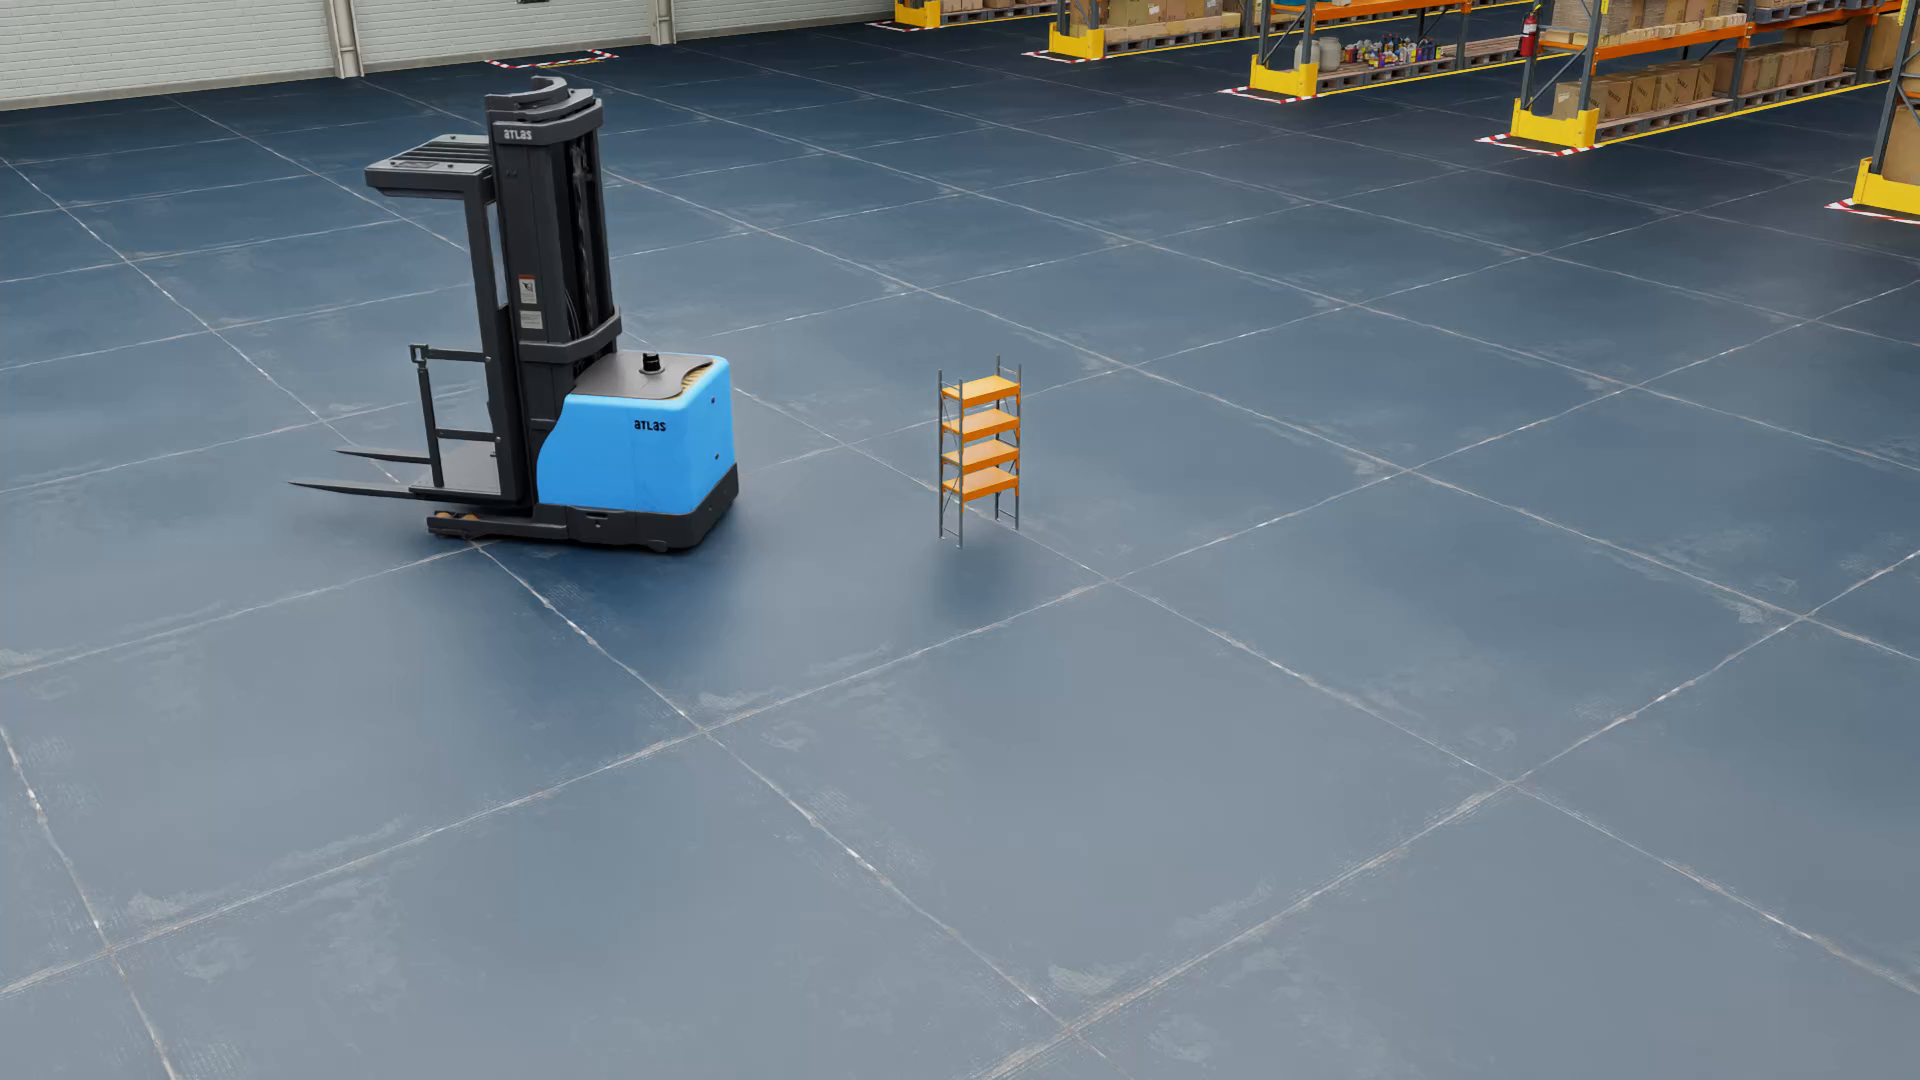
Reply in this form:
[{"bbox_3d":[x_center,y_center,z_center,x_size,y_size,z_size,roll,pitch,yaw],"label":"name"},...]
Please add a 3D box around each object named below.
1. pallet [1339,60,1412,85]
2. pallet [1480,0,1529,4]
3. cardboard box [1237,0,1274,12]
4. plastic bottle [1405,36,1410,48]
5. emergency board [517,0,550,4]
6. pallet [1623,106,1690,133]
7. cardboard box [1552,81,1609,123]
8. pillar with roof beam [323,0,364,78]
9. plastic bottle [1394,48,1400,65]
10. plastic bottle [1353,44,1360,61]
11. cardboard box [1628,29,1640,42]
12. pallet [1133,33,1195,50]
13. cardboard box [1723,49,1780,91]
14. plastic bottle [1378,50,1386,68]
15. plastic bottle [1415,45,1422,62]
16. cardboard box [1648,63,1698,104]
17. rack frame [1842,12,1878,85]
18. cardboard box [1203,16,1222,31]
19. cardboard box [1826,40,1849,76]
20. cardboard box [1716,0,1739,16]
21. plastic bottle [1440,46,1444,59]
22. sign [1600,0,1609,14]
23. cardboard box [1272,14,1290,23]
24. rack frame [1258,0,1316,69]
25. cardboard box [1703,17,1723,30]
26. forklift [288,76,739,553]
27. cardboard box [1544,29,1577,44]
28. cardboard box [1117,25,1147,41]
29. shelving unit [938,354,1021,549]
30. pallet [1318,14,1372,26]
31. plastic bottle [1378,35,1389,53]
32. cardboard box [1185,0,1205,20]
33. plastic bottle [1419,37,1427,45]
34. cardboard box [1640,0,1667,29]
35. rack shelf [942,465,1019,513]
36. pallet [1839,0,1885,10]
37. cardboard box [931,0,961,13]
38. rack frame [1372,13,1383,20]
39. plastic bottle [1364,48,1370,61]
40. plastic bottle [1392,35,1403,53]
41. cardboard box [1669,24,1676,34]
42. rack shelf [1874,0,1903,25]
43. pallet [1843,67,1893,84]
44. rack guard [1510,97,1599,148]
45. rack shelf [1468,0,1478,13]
[{"bbox_3d":[6.819,-7.892,28.003,1.213,0.211,1.003,-18,31,-34],"label":"pallet"},{"bbox_3d":[12.117,-12.269,37.435,1.213,0.211,1.003,-18,31,-34],"label":"pallet"},{"bbox_3d":[5.760,-10.500,32.413,0.500,0.311,0.500,-18,30,-34],"label":"cardboard box"},{"bbox_3d":[7.813,-8.660,29.065,0.097,0.271,0.097,0,25,0],"label":"plastic bottle"},{"bbox_3d":[-7.617,-10.163,29.585,0.626,1.169,0.157,-18,31,-34],"label":"emergency board"},{"bbox_3d":[9.923,-6.225,24.413,1.213,0.211,1.003,-18,31,-34],"label":"pallet"},{"bbox_3d":[8.745,-6.169,23.450,0.500,0.500,0.500,-12,28,-25],"label":"cardboard box"},{"bbox_3d":[-7.696,-10.525,23.238,0.400,9.000,9.100,-18,31,-34],"label":"pillar with roof beam"},{"bbox_3d":[7.314,-8.094,27.845,0.097,0.271,0.097,0,25,0],"label":"plastic bottle"},{"bbox_3d":[6.686,-8.276,28.231,0.135,0.276,0.152,-19,31,-35],"label":"plastic bottle"},{"bbox_3d":[9.213,-7.027,23.127,0.250,0.149,0.380,-18,31,-34],"label":"cardboard box"},{"bbox_3d":[3.669,-9.501,31.472,1.213,0.211,1.003,-18,31,-34],"label":"pallet"},{"bbox_3d":[12.274,-7.331,25.929,0.500,0.500,0.700,-18,31,-34],"label":"cardboard box"},{"bbox_3d":[6.995,-7.985,27.595,0.133,0.283,0.061,-18,30,-33],"label":"plastic bottle"},{"bbox_3d":[7.752,-8.234,28.134,0.133,0.283,0.061,-16,29,-31],"label":"plastic bottle"},{"bbox_3d":[10.605,-6.810,24.830,0.500,0.500,0.500,-9,26,-18],"label":"cardboard box"},{"bbox_3d":[14.538,-9.034,27.152,0.127,3.000,1.000,-18,31,-34],"label":"rack frame"},{"bbox_3d":[4.651,-9.901,31.789,0.500,0.250,0.500,-18,31,-34],"label":"cardboard box"},{"bbox_3d":[14.023,-7.919,27.197,0.500,0.500,0.700,-20,32,-37],"label":"cardboard box"},{"bbox_3d":[10.998,-8.079,24.622,0.500,0.500,0.875,-18,31,-34],"label":"cardboard box"},{"bbox_3d":[8.241,-8.369,28.520,0.097,0.201,0.097,0,25,0],"label":"plastic bottle"},{"bbox_3d":[8.578,-7.169,22.105,0.005,0.325,0.100,-18,31,-34],"label":"sign"},{"bbox_3d":[6.154,-10.376,32.811,0.500,0.250,0.500,-17,30,-33],"label":"cardboard box"},{"bbox_3d":[5.187,-8.597,26.210,0.127,3.000,1.000,-18,31,-34],"label":"rack frame"},{"bbox_3d":[10.839,-7.519,24.187,0.250,0.149,0.380,-18,31,-34],"label":"cardboard box"},{"bbox_3d":[-3.139,-1.544,11.095,3.031,2.935,1.130,5,25,10],"label":"forklift"},{"bbox_3d":[8.340,-6.984,23.034,0.250,0.149,0.380,-18,31,-34],"label":"cardboard box"},{"bbox_3d":[3.084,-9.379,30.662,0.500,0.250,0.500,-18,31,-34],"label":"cardboard box"},{"bbox_3d":[0.130,-0.587,11.090,0.503,1.200,0.258,-18,31,-34],"label":"shelving unit"},{"bbox_3d":[7.757,-10.851,34.380,1.213,0.211,1.003,-18,31,-34],"label":"pallet"},{"bbox_3d":[7.295,-8.512,28.653,0.185,0.351,0.144,-20,31,-36],"label":"plastic bottle"},{"bbox_3d":[4.259,-10.111,31.350,0.500,0.500,0.500,-18,31,-34],"label":"cardboard box"},{"bbox_3d":[7.917,-8.419,28.451,0.185,0.351,0.144,-18,31,-34],"label":"plastic bottle"},{"bbox_3d":[9.432,-7.555,23.494,0.500,0.500,0.875,-18,31,-34],"label":"cardboard box"},{"bbox_3d":[0.130,-0.346,11.202,0.480,0.148,0.258,-18,31,-34],"label":"rack shelf"},{"bbox_3d":[14.043,-8.727,26.718,1.003,0.211,1.213,-18,31,-34],"label":"pallet"},{"bbox_3d":[-0.327,-11.008,34.078,0.500,0.311,0.500,-23,33,-40],"label":"cardboard box"},{"bbox_3d":[8.428,-12.317,34.226,0.127,3.000,1.000,-18,31,-34],"label":"rack frame"},{"bbox_3d":[6.923,-8.257,28.280,0.097,0.201,0.097,0,25,0],"label":"plastic bottle"},{"bbox_3d":[7.532,-8.514,28.655,0.185,0.351,0.144,-18,31,-34],"label":"plastic bottle"},{"bbox_3d":[9.969,-7.303,23.722,0.250,0.149,0.380,-18,31,-34],"label":"cardboard box"},{"bbox_3d":[16.112,-9.227,28.423,4.000,0.370,1.077,-18,31,-34],"label":"rack shelf"},{"bbox_3d":[15.205,-7.949,28.127,1.213,0.211,1.003,-18,31,-34],"label":"pallet"},{"bbox_3d":[8.303,-5.842,23.243,0.348,0.500,1.175,-18,31,-34],"label":"rack guard"},{"bbox_3d":[9.908,-9.829,29.720,4.000,0.370,1.077,-18,31,-34],"label":"rack shelf"}]
